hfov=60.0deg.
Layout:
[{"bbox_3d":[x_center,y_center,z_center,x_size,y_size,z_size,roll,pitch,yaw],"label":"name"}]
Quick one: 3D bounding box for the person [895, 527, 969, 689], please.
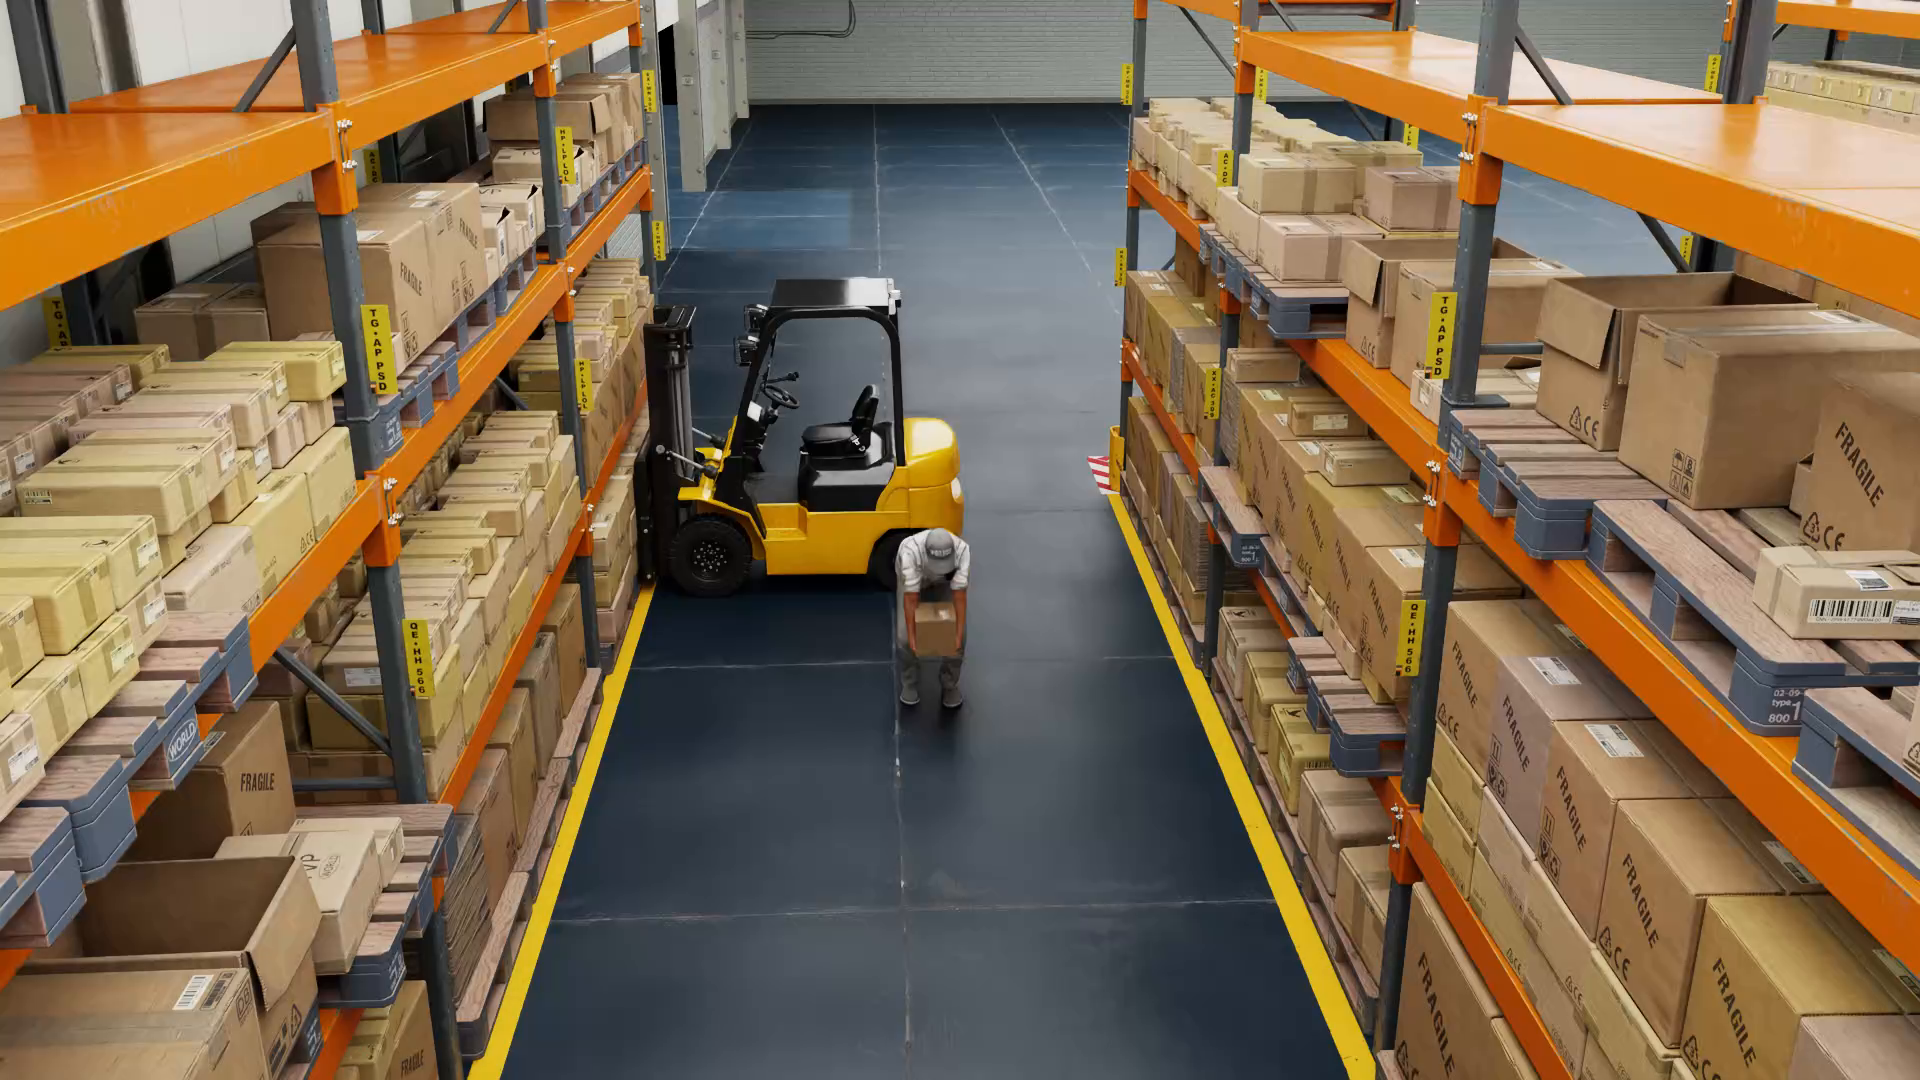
[{"bbox_3d":[-0.175,0.413,10.359,0.456,1.250,0.872,-2,21,-5],"label":"person"}]
